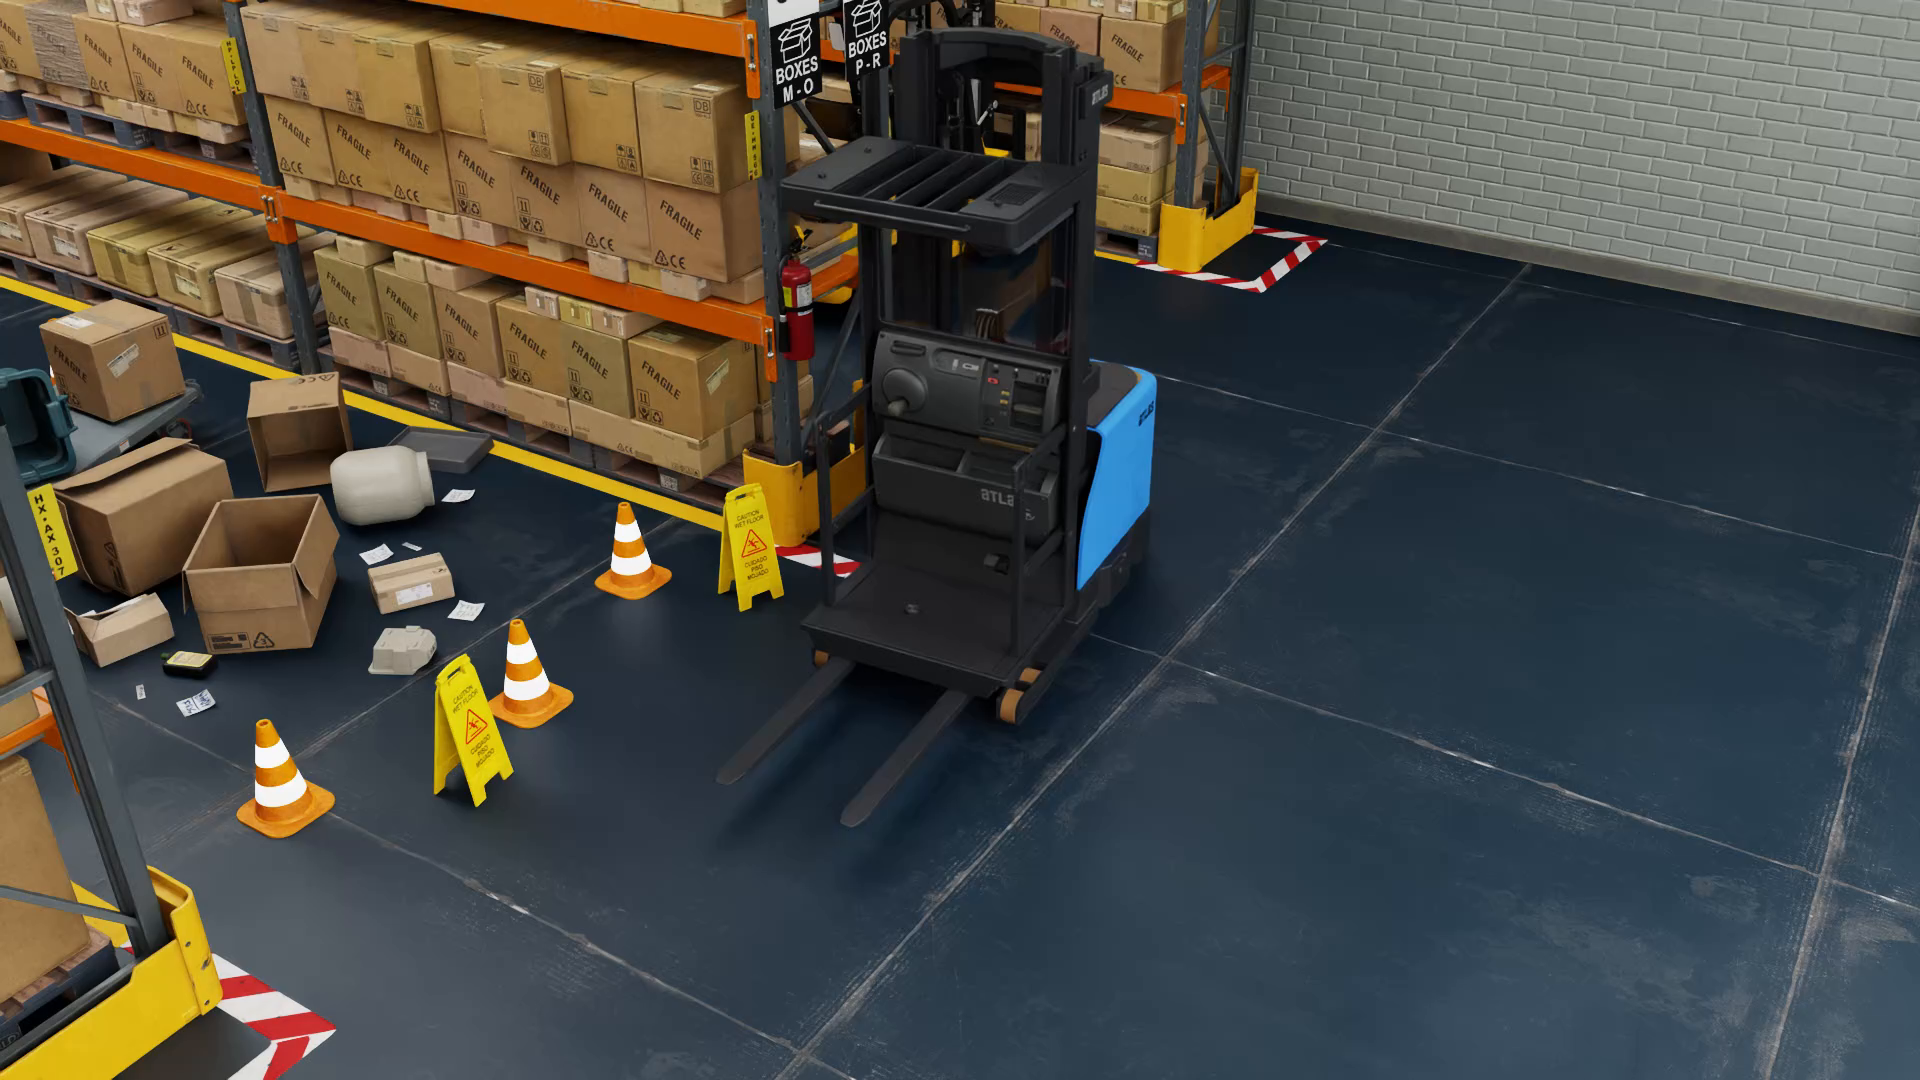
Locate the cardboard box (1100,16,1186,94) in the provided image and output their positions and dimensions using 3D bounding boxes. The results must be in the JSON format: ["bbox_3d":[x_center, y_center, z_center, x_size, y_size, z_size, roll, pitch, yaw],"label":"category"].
[{"bbox_3d":[1.386,-3.699,12.515,0.500,0.500,0.500,17,34,26],"label":"cardboard box"}]

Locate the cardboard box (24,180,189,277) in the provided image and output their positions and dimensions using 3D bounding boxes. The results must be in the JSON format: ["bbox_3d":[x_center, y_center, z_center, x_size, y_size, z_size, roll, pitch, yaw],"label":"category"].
[{"bbox_3d":[-6.366,-2.356,12.503,0.625,0.372,0.950,17,34,26],"label":"cardboard box"}]

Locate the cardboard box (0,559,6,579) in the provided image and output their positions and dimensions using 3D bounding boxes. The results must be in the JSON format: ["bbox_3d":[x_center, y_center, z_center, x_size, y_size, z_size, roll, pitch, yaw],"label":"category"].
[{"bbox_3d":[-3.532,-0.024,5.094,0.550,0.550,0.875,18,35,27],"label":"cardboard box"}]

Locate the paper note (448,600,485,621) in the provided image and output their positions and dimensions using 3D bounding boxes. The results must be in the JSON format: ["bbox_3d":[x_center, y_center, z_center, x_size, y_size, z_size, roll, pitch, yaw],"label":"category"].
[{"bbox_3d":[-2.552,0.362,8.599,0.142,0.019,0.148,6,31,10],"label":"paper note"}]

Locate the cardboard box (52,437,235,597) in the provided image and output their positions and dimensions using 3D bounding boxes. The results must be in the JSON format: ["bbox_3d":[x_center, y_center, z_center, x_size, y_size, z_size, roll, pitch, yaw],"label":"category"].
[{"bbox_3d":[-4.323,-0.134,8.846,0.503,0.637,0.797,18,35,27],"label":"cardboard box"}]

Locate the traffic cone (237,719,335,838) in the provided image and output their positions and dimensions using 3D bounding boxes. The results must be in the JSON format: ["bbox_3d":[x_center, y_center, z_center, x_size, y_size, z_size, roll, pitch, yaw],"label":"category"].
[{"bbox_3d":[-2.934,0.970,7.127,0.334,0.463,0.336,18,35,27],"label":"traffic cone"}]

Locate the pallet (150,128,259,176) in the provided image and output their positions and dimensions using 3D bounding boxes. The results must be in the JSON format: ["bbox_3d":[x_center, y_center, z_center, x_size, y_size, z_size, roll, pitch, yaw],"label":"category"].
[{"bbox_3d":[-4.651,-2.772,11.216,1.213,0.211,1.003,18,35,27],"label":"pallet"}]

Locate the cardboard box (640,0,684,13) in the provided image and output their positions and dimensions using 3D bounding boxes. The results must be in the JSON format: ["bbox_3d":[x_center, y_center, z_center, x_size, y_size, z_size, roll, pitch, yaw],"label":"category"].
[{"bbox_3d":[-1.372,-2.733,8.230,0.250,0.149,0.380,18,35,28],"label":"cardboard box"}]

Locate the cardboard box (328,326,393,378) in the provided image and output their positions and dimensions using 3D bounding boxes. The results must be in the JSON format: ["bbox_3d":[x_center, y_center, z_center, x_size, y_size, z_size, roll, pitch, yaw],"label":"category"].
[{"bbox_3d":[-3.725,-1.309,10.828,0.500,0.250,0.500,16,34,25],"label":"cardboard box"}]

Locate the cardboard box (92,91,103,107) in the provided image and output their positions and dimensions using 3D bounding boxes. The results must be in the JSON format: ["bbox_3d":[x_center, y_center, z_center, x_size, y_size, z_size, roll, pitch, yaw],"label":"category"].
[{"bbox_3d":[-5.688,-3.075,11.377,0.250,0.149,0.380,16,34,26],"label":"cardboard box"}]

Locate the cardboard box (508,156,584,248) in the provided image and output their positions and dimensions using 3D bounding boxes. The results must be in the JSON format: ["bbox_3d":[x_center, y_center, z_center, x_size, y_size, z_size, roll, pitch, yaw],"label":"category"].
[{"bbox_3d":[-2.143,-1.988,9.286,0.500,0.500,0.500,17,34,27],"label":"cardboard box"}]

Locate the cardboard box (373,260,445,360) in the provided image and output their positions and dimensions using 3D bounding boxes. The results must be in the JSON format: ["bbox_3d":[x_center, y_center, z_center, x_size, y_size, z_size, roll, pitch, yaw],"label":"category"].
[{"bbox_3d":[-3.265,-1.494,10.402,0.500,0.500,0.500,19,35,29],"label":"cardboard box"}]

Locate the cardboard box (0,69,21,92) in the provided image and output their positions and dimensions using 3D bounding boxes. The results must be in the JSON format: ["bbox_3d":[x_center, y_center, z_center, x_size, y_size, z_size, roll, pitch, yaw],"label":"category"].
[{"bbox_3d":[-6.641,-3.301,11.764,0.250,0.149,0.380,18,35,28],"label":"cardboard box"}]

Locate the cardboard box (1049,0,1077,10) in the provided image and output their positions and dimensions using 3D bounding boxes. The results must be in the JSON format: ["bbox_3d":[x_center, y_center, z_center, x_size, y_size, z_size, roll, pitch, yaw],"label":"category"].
[{"bbox_3d":[0.877,-4.155,12.653,0.250,0.149,0.380,17,34,27],"label":"cardboard box"}]

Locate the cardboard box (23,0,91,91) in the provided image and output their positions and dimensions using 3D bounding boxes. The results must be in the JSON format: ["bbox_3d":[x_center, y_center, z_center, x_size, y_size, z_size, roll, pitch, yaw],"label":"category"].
[{"bbox_3d":[-5.893,-3.380,11.256,0.500,0.500,0.500,16,34,26],"label":"cardboard box"}]

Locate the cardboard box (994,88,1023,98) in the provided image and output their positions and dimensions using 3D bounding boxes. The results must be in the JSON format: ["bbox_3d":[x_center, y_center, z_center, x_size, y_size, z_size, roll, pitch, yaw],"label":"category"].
[{"bbox_3d":[0.363,-3.682,13.905,0.500,0.250,0.500,17,34,26],"label":"cardboard box"}]

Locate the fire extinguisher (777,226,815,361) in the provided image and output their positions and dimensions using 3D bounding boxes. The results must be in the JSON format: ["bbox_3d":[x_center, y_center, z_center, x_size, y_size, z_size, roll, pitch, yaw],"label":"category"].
[{"bbox_3d":[-0.841,-1.256,8.503,0.183,0.674,0.296,18,35,27],"label":"fire extinguisher"}]

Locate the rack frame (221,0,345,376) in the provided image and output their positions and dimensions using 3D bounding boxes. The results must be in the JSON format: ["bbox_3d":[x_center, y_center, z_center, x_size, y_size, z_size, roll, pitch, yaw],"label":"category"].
[{"bbox_3d":[-4.081,-2.588,10.710,0.127,3.000,1.000,18,35,27],"label":"rack frame"}]

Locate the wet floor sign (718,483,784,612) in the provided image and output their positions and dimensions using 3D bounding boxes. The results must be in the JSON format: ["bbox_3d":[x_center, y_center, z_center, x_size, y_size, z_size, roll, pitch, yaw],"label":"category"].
[{"bbox_3d":[-1.101,0.008,8.596,0.267,0.644,0.232,-21,36,-32],"label":"wet floor sign"}]

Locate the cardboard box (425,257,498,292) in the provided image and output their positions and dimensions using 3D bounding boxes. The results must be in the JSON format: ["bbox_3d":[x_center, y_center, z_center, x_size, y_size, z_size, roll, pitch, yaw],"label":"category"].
[{"bbox_3d":[-2.985,-1.646,10.019,0.250,0.149,0.380,20,36,30],"label":"cardboard box"}]

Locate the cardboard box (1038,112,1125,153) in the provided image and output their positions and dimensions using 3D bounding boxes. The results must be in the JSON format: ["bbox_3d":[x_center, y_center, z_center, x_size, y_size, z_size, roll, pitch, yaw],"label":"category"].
[{"bbox_3d":[0.951,-3.186,13.055,0.500,0.250,0.500,18,35,28],"label":"cardboard box"}]

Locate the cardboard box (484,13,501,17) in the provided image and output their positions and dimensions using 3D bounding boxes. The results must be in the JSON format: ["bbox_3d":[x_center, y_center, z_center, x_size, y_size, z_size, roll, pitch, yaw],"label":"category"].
[{"bbox_3d":[-5.041,-5.114,17.102,0.500,0.500,0.500,19,35,29],"label":"cardboard box"}]

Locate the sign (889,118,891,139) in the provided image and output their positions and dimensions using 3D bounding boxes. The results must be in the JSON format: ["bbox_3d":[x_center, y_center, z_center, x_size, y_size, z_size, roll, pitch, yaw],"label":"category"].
[{"bbox_3d":[-0.404,-2.122,9.052,0.005,0.325,0.100,18,35,27],"label":"sign"}]

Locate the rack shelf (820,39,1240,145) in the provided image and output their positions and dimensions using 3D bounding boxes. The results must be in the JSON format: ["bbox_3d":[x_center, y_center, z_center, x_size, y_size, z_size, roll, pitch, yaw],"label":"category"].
[{"bbox_3d":[0.249,-3.861,13.606,4.000,0.370,1.077,18,35,27],"label":"rack shelf"}]

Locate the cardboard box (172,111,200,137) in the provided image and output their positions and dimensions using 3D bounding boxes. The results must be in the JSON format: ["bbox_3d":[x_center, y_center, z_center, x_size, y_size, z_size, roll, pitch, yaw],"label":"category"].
[{"bbox_3d":[-4.877,-2.759,10.836,0.250,0.149,0.380,16,34,26],"label":"cardboard box"}]

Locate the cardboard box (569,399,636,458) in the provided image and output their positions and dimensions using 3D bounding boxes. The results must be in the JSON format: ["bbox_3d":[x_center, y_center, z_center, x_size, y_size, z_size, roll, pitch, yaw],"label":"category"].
[{"bbox_3d":[-1.955,-0.754,9.878,0.500,0.250,0.500,18,35,28],"label":"cardboard box"}]

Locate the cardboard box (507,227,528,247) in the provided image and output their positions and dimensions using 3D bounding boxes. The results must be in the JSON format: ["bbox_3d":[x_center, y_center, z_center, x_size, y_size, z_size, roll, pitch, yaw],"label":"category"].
[{"bbox_3d":[-2.408,-1.835,9.668,0.250,0.149,0.380,18,35,27],"label":"cardboard box"}]

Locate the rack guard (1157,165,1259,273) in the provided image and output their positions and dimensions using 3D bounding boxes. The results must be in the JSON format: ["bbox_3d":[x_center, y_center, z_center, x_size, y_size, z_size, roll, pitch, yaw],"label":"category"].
[{"bbox_3d":[1.963,-2.550,13.125,0.348,0.500,1.175,18,35,27],"label":"rack guard"}]

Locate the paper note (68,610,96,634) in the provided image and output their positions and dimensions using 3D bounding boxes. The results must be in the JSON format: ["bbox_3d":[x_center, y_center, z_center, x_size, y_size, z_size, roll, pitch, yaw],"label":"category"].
[{"bbox_3d":[-4.504,0.420,8.507,0.172,0.023,0.155,-21,36,-32],"label":"paper note"}]

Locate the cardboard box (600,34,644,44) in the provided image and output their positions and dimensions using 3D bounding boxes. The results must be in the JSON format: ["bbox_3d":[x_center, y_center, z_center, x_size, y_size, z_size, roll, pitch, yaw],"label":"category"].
[{"bbox_3d":[-3.184,-4.410,15.773,0.625,0.625,0.875,16,34,25],"label":"cardboard box"}]

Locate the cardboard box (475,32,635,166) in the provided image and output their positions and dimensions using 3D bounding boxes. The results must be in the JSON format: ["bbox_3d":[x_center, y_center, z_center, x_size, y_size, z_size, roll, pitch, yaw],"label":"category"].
[{"bbox_3d":[-2.153,-2.395,8.993,0.500,0.500,0.700,17,34,27],"label":"cardboard box"}]

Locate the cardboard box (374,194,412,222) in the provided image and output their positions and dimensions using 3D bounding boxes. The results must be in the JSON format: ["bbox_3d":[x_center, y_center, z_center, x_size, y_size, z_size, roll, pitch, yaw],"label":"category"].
[{"bbox_3d":[-3.311,-2.074,10.077,0.250,0.149,0.380,19,35,29],"label":"cardboard box"}]

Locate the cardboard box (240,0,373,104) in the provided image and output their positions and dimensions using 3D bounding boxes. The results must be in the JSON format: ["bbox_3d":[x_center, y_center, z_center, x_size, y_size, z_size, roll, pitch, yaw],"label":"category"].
[{"bbox_3d":[-3.823,-2.981,9.997,0.500,0.500,0.700,17,34,27],"label":"cardboard box"}]

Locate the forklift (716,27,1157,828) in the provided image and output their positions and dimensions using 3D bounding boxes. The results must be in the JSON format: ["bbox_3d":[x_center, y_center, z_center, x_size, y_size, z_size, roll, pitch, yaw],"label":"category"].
[{"bbox_3d":[-0.069,-0.658,7.468,1.130,2.935,3.031,14,33,22],"label":"forklift"}]

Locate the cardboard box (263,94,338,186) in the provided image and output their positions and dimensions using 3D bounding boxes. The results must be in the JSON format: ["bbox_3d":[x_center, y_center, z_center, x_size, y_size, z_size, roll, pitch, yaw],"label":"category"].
[{"bbox_3d":[-3.856,-2.523,10.204,0.500,0.500,0.500,17,35,27],"label":"cardboard box"}]

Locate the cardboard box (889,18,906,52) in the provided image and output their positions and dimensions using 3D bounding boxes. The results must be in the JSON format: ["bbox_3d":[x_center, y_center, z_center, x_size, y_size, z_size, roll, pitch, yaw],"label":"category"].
[{"bbox_3d":[-0.329,-4.253,13.464,0.500,0.500,0.500,17,34,27],"label":"cardboard box"}]

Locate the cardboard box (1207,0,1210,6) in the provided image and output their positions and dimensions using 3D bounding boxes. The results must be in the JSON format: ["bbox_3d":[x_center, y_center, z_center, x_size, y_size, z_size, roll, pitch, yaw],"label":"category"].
[{"bbox_3d":[1.793,-4.161,12.663,0.250,0.149,0.380,17,34,26],"label":"cardboard box"}]

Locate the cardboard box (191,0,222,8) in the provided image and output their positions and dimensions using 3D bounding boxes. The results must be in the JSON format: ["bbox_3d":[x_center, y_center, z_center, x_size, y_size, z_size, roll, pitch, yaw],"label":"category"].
[{"bbox_3d":[-5.161,-3.462,11.396,0.500,0.500,0.500,17,34,27],"label":"cardboard box"}]

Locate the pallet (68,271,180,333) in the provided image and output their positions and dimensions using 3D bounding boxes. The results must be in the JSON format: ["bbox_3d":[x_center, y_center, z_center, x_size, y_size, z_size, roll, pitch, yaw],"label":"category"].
[{"bbox_3d":[-5.778,-1.918,12.328,1.213,0.211,1.003,18,35,27],"label":"pallet"}]

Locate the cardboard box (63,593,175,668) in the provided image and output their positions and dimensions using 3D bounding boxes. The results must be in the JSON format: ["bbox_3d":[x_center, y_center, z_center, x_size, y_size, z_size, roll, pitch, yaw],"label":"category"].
[{"bbox_3d":[-4.192,0.407,8.289,0.258,0.266,0.396,24,38,35],"label":"cardboard box"}]

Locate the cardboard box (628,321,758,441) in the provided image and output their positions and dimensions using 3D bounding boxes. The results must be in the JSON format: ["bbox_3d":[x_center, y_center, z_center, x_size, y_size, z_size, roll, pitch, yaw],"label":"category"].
[{"bbox_3d":[-1.510,-0.938,9.448,0.500,0.500,0.500,18,35,28],"label":"cardboard box"}]

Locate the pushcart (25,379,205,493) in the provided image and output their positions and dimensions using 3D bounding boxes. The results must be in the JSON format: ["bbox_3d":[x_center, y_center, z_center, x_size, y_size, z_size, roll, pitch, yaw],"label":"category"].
[{"bbox_3d":[-5.250,-0.469,9.680,0.936,0.377,1.648,6,31,10],"label":"pushcart"}]

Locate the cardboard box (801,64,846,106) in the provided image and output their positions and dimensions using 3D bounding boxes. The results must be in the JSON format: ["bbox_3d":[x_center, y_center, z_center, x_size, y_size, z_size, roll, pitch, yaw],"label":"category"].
[{"bbox_3d":[-1.202,-3.870,14.226,0.500,0.250,0.500,17,34,27],"label":"cardboard box"}]

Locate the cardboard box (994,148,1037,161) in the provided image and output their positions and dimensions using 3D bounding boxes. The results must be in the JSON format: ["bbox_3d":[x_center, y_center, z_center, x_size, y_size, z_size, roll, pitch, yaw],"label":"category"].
[{"bbox_3d":[0.497,-3.111,13.422,0.500,0.250,0.500,17,34,26],"label":"cardboard box"}]

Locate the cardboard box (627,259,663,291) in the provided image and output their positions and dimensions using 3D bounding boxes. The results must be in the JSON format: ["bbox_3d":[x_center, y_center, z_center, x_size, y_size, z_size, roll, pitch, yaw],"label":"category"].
[{"bbox_3d":[-1.603,-1.515,9.120,0.250,0.149,0.380,17,34,27],"label":"cardboard box"}]
